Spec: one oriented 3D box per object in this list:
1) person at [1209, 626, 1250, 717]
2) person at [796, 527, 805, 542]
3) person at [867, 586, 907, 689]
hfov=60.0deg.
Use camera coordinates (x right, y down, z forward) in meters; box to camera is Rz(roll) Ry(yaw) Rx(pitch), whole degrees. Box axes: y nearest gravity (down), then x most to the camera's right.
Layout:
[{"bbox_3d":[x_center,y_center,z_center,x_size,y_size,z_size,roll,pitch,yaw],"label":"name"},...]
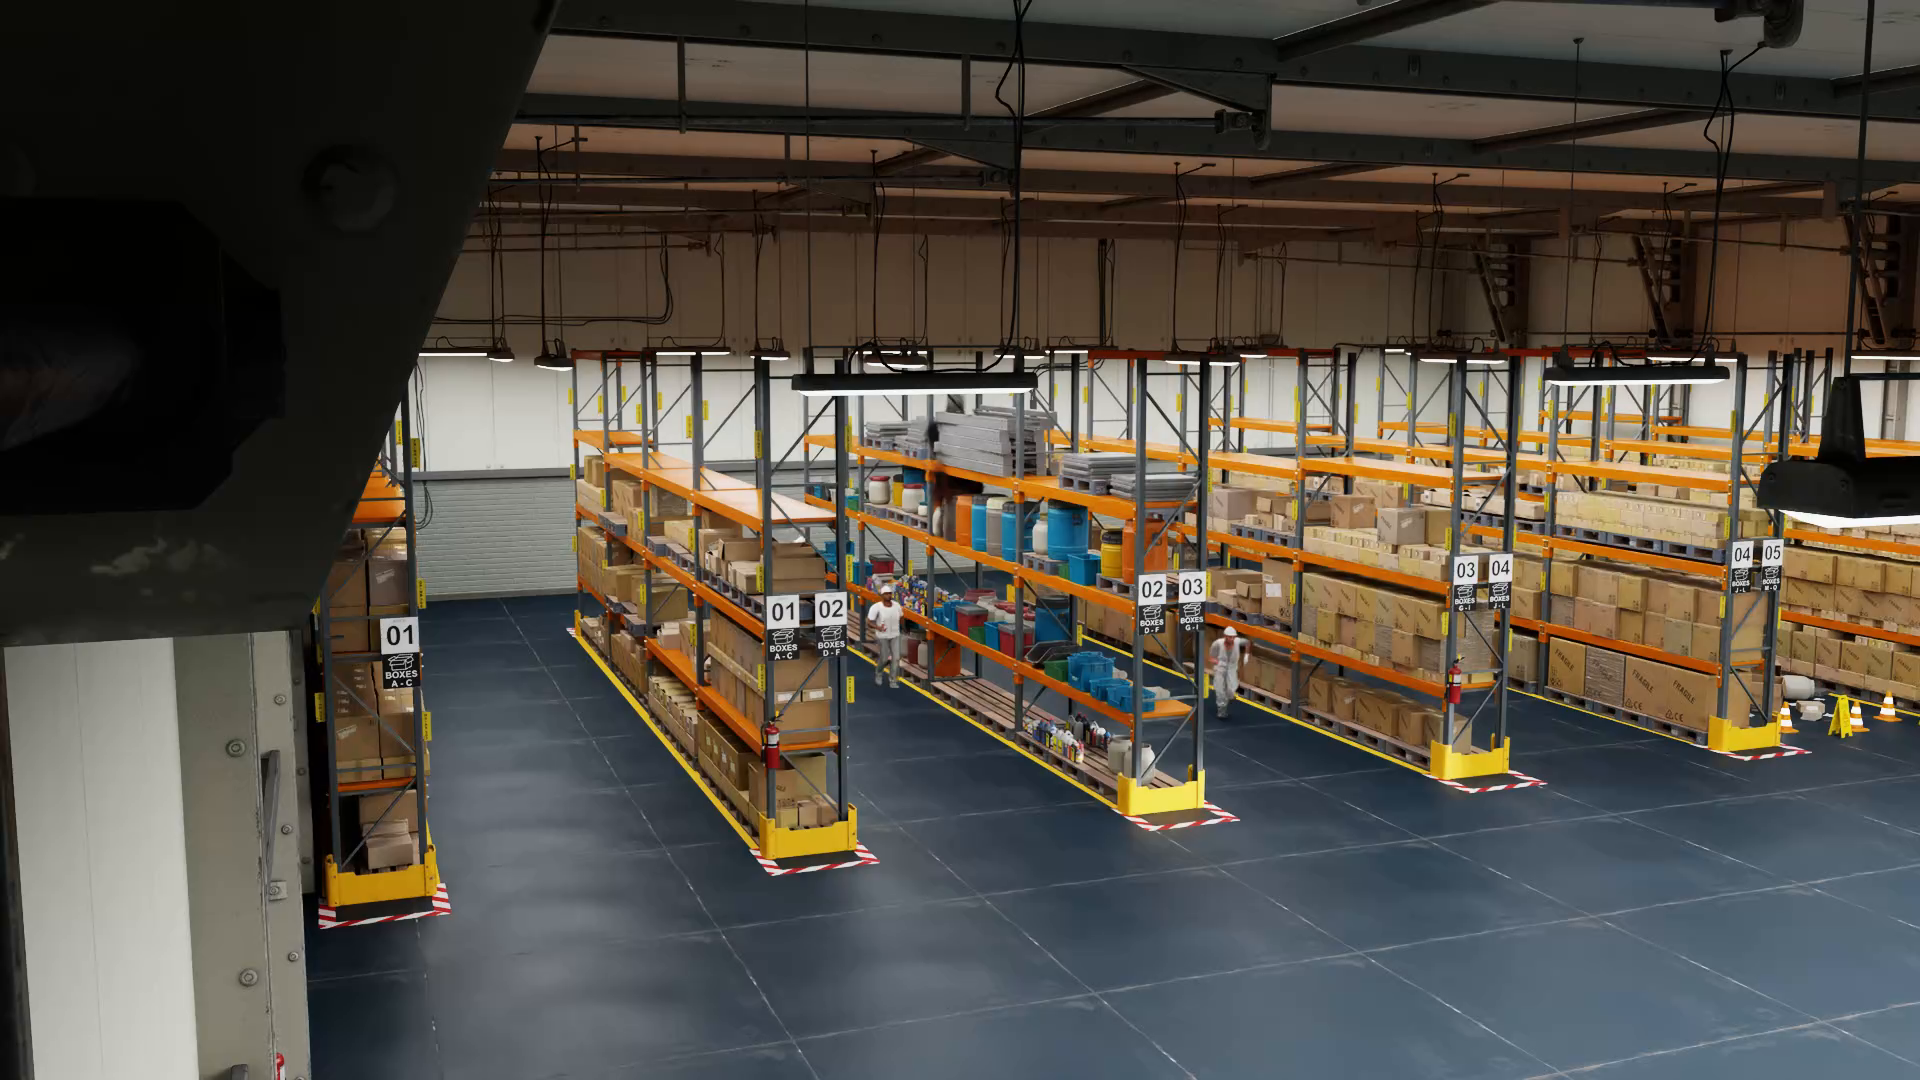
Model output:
[{"bbox_3d":[4.395,2.163,27.088,0.704,1.609,0.868,0,7,-1],"label":"person"},{"bbox_3d":[-3.730,0.573,39.530,0.775,1.781,0.932,1,7,9],"label":"person"},{"bbox_3d":[-1.224,1.655,28.415,0.714,1.751,0.725,-3,8,-24],"label":"person"}]
